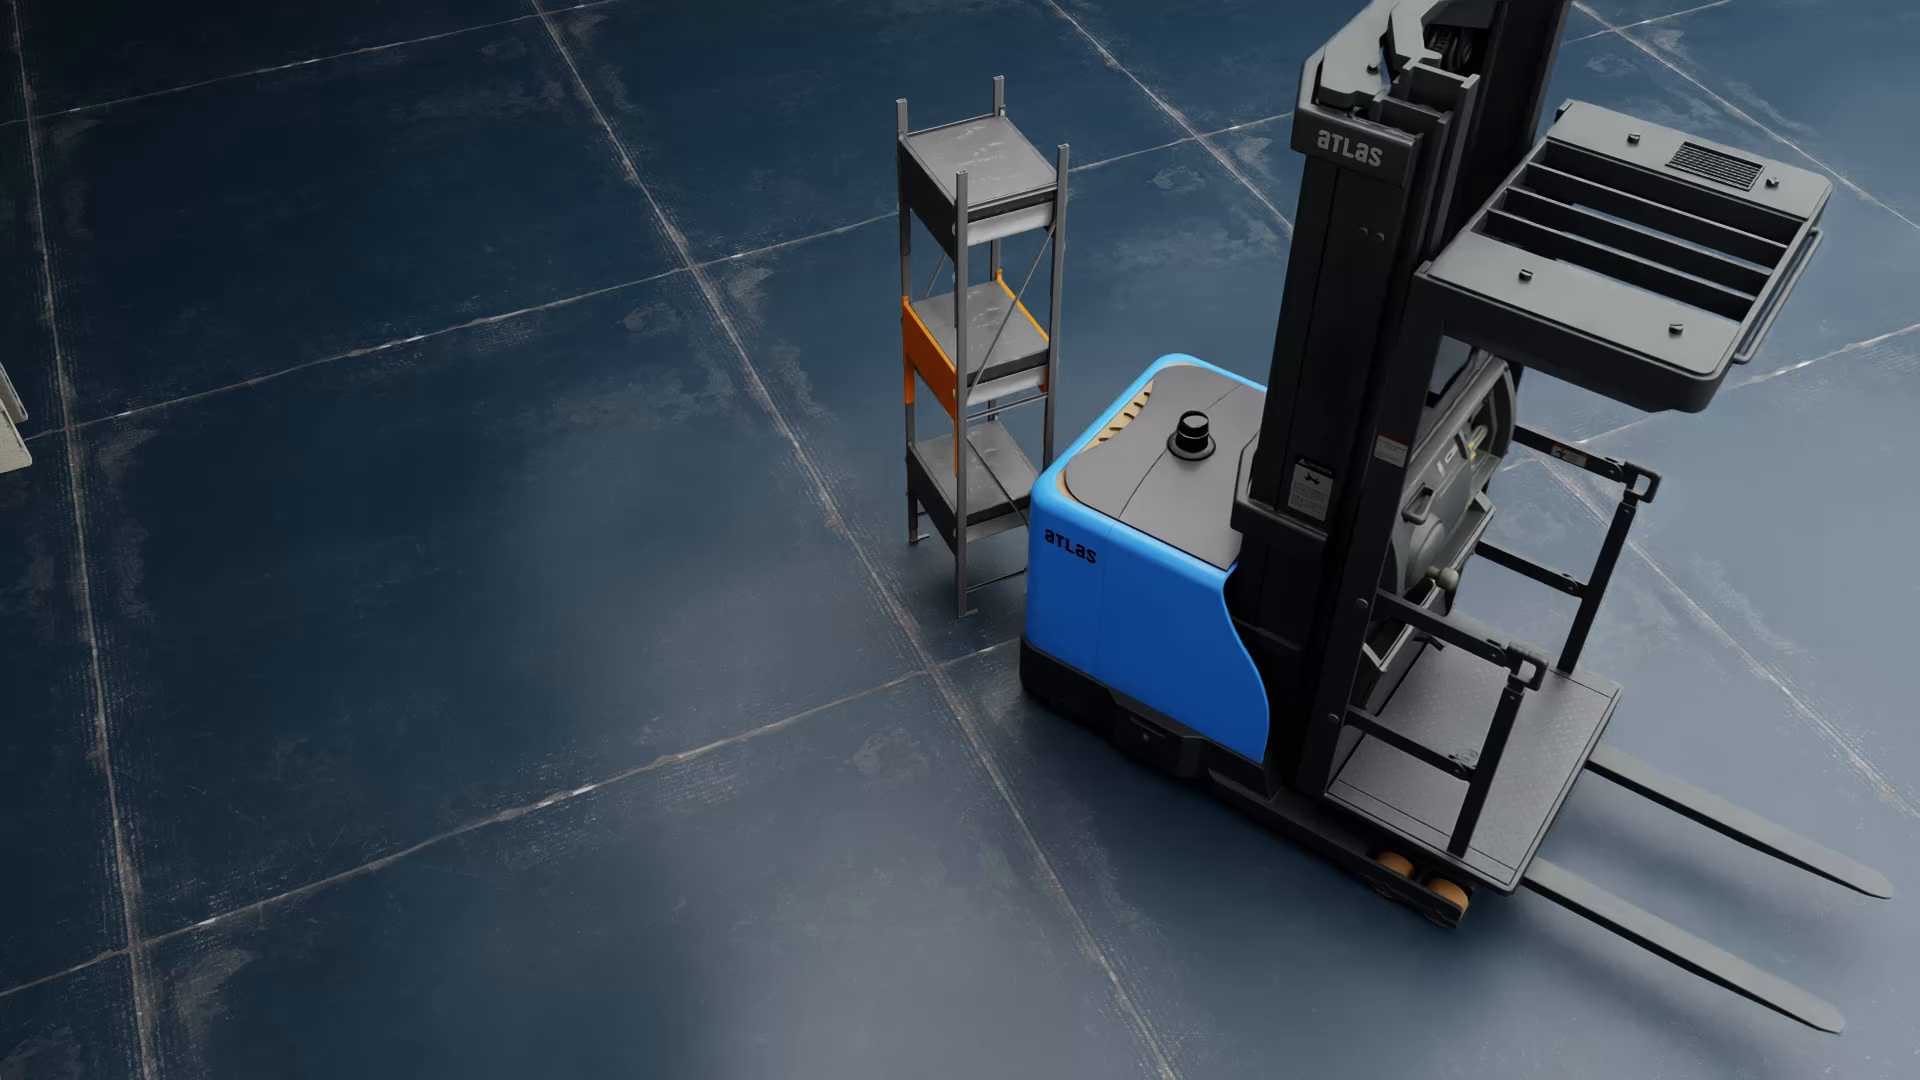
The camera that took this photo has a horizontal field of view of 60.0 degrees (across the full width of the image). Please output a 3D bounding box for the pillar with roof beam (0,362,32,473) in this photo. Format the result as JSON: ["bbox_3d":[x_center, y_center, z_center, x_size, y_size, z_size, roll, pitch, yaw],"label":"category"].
[{"bbox_3d":[-0.481,-4.893,5.671,9.100,9.000,0.400,-18,47,-17],"label":"pillar with roof beam"}]

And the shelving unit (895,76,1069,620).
[{"bbox_3d":[0.070,-0.642,6.274,0.431,2.100,0.503,-18,47,-17],"label":"shelving unit"}]

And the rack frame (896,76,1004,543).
[{"bbox_3d":[-0.033,-0.797,6.432,0.400,2.100,0.015,-18,47,-17],"label":"rack frame"}]

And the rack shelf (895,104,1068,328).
[{"bbox_3d":[0.070,-1.130,5.792,0.431,0.518,0.480,-18,47,-17],"label":"rack shelf"}]

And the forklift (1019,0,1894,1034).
[{"bbox_3d":[1.728,-0.138,5.172,3.031,2.935,1.130,26,50,24],"label":"forklift"}]

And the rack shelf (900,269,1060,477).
[{"bbox_3d":[0.070,-0.632,6.284,0.431,0.518,0.480,-18,47,-17],"label":"rack shelf"}]

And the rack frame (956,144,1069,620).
[{"bbox_3d":[0.172,-0.486,6.117,0.400,2.100,0.015,-18,47,-17],"label":"rack frame"}]

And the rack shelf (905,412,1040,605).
[{"bbox_3d":[0.070,-0.134,6.776,0.431,0.518,0.480,-18,47,-17],"label":"rack shelf"}]
